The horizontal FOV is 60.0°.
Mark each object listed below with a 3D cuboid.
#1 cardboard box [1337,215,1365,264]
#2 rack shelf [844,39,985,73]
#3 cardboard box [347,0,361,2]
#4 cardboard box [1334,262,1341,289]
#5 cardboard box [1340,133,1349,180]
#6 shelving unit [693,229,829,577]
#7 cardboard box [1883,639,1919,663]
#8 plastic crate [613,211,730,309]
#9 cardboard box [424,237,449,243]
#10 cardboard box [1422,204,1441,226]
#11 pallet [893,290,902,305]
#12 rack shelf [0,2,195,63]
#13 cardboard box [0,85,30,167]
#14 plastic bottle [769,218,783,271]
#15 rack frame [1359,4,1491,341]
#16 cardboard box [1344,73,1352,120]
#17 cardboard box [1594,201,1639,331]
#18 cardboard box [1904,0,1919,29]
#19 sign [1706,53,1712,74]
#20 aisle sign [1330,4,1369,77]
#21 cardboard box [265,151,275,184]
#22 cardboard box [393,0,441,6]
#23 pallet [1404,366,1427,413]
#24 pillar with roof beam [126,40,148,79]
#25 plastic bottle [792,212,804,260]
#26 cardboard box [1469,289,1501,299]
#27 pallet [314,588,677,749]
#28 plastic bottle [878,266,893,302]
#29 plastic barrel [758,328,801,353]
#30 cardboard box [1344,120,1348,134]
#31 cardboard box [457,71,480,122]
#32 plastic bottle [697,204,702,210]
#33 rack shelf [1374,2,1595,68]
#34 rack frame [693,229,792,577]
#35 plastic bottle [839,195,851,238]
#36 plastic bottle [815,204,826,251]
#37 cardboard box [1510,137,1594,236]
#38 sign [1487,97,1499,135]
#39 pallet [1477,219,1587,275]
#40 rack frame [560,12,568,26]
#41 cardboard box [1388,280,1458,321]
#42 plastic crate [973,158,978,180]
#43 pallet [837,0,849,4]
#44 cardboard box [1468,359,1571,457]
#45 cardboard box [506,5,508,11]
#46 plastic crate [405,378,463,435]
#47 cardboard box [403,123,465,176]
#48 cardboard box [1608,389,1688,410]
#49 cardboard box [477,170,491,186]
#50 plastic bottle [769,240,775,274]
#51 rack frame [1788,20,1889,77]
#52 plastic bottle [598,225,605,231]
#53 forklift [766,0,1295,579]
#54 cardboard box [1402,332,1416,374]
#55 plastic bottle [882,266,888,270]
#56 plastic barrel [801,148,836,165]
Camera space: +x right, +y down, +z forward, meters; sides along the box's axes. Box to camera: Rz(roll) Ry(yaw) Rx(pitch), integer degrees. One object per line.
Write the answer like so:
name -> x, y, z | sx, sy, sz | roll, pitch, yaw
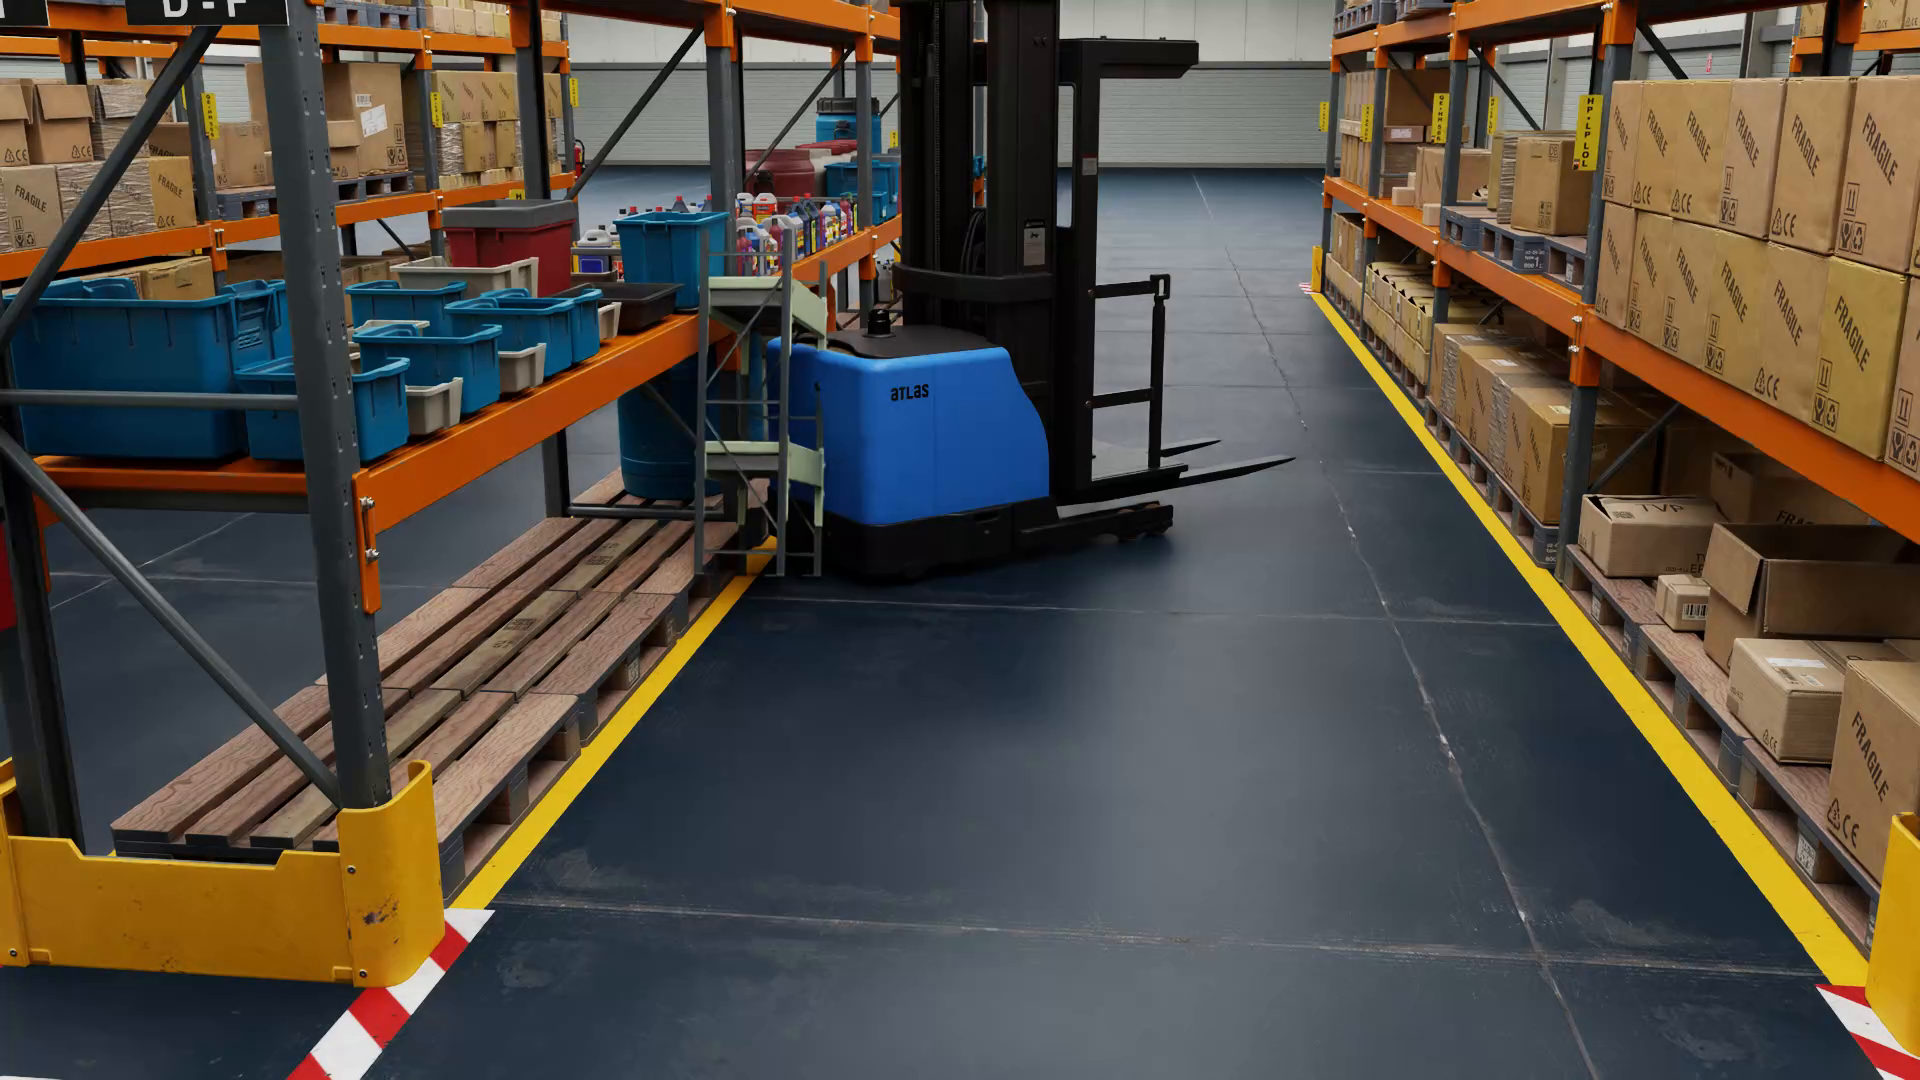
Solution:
cardboard box -> 4.317, -3.193, 17.750 | 0.500, 0.500, 0.500 | 2, 15, 6
rack shelf -> -0.450, -5.077, 17.322 | 1.077, 0.370, 4.000 | 2, 15, 6
cardboard box -> -5.604, -4.942, 14.899 | 0.396, 0.266, 0.258 | 2, 15, 8
cardboard box -> 4.305, -2.831, 17.849 | 0.500, 0.250, 0.500 | 2, 15, 6
cardboard box -> 4.631, -4.275, 18.535 | 0.700, 0.500, 0.500 | 2, 15, 6
shelving unit -> -0.892, -0.586, 7.553 | 0.431, 1.500, 0.755 | 1, -1, 8
cardboard box -> 3.347, 0.525, 5.399 | 0.500, 0.250, 0.500 | 2, 15, 6
plastic crate -> -1.292, -1.272, 7.537 | 0.392, 0.384, 0.575 | 2, 15, 6
cardboard box -> -5.463, -3.014, 18.046 | 0.500, 0.500, 0.500 | 0, 15, 1
cardboard box -> 3.621, -2.393, 12.247 | 0.380, 0.149, 0.250 | 2, 15, 6
pallet -> -0.424, -2.601, 17.878 | 1.003, 0.211, 1.213 | 2, 15, 6
rack shelf -> -6.274, -3.148, 10.188 | 1.077, 0.370, 4.000 | 2, 15, 6
cardboard box -> -6.293, -2.566, 10.292 | 0.797, 0.503, 0.637 | 2, 15, 8
plastic bottle -> -1.013, -1.639, 9.200 | 0.061, 0.283, 0.133 | 2, 15, 6
rack frame -> 4.245, -3.310, 15.158 | 1.000, 3.000, 0.127 | 2, 15, 6
cardboard box -> 4.625, -4.888, 18.315 | 0.700, 0.500, 0.500 | 2, 15, 6
cardboard box -> 3.014, -1.160, 7.012 | 0.500, 0.500, 0.500 | 2, 15, 8
cardboard box -> 9.049, -4.940, 15.210 | 0.500, 0.500, 0.500 | 0, 15, 2
sign -> 11.493, -7.310, 25.508 | 0.001, 0.298, 0.199 | 2, 15, 6
aisle sign -> 4.400, -5.629, 18.752 | 0.394, 0.787, 0.004 | 2, 15, 6
cardboard box -> -5.631, -3.124, 13.951 | 0.500, 0.250, 0.500 | 1, 15, 5
cardboard box -> -5.254, -5.246, 16.095 | 0.380, 0.149, 0.250 | 1, 15, 5
pallet -> 3.926, -1.139, 12.471 | 1.003, 0.211, 1.213 | 2, 15, 6
pillar with roof beam -> -14.591, -12.361, 37.137 | 9.100, 9.000, 0.400 | 2, 15, 6
plastic bottle -> -0.966, -1.784, 9.759 | 0.097, 0.271, 0.097 | 0, 15, 0
cardboard box -> 4.256, -1.815, 13.016 | 0.500, 0.311, 0.500 | 1, 15, 5
pallet -> -1.758, 0.473, 6.509 | 1.003, 0.211, 1.213 | 2, 15, 6
plastic bottle -> -0.746, -2.562, 16.623 | 0.144, 0.351, 0.185 | 2, 15, 6
plastic barrel -> -1.293, -1.038, 10.570 | 0.600, 0.588, 0.708 | 2, 15, 6
cardboard box -> 4.382, -4.481, 18.051 | 0.380, 0.149, 0.250 | 2, 15, 6
cardboard box -> -5.239, -4.517, 16.942 | 0.500, 0.500, 0.500 | 2, 15, 6
plastic bottle -> -1.642, -1.986, 10.507 | 0.097, 0.271, 0.097 | 0, 15, 0
rack shelf -> 4.020, -3.892, 12.942 | 1.077, 0.370, 4.000 | 2, 15, 6
rack frame -> -0.939, -0.594, 7.190 | 0.400, 1.500, 0.023 | 1, -1, 8
plastic bottle -> -0.775, -2.186, 11.224 | 0.061, 0.283, 0.133 | 2, 15, 6
plastic bottle -> -0.878, -1.950, 10.349 | 0.061, 0.283, 0.133 | 2, 15, 6
cardboard box -> 3.481, -1.947, 9.118 | 0.700, 0.500, 0.500 | -2, 15, -8
sign -> 4.786, -3.818, 14.967 | 0.100, 0.325, 0.005 | 2, 15, 6
pallet -> 3.579, -1.676, 9.481 | 1.003, 0.211, 1.213 | 2, 15, 6
rack frame -> -5.146, -7.537, 19.294 | 1.000, 3.000, 0.127 | 2, 15, 6
cardboard box -> 3.779, -1.958, 13.545 | 0.500, 0.311, 0.500 | 2, 15, 8
plastic crate -> -0.063, -4.116, 18.422 | 0.499, 0.251, 0.408 | 2, 15, 6
pallet -> -1.311, -3.581, 10.775 | 1.003, 0.211, 1.213 | 2, 15, 6
cardboard box -> 3.290, -0.768, 9.700 | 0.500, 0.500, 0.500 | 1, 15, 4
cardboard box -> -5.021, -5.790, 18.106 | 0.380, 0.149, 0.250 | 1, 15, 3
plastic crate -> -1.557, -0.382, 4.717 | 0.250, 0.136, 0.298 | 2, 15, 6
cardboard box -> -5.485, -3.910, 16.614 | 0.875, 0.500, 0.500 | 2, 15, 6
cardboard box -> 3.688, -0.498, 8.704 | 0.500, 0.500, 0.500 | 2, 15, 7
cardboard box -> -5.144, -3.788, 17.404 | 0.380, 0.149, 0.250 | 2, 15, 6
plastic bottle -> -1.055, -1.545, 9.009 | 0.097, 0.201, 0.097 | 0, 15, 0
rack frame -> 9.619, -4.203, 18.459 | 1.000, 3.000, 0.127 | 2, 15, 6
plastic bottle -> -1.875, -1.499, 8.683 | 0.061, 0.283, 0.133 | 2, 15, 6
forklift -> 0.510, -1.511, 8.636 | 3.031, 2.935, 1.130 | -11, 18, -35
cardboard box -> 3.666, -1.426, 12.651 | 0.500, 0.250, 0.500 | 2, 15, 6
plastic bottle -> -0.809, -2.706, 17.298 | 0.152, 0.276, 0.135 | 2, 15, 7
plastic barrel -> -1.176, -2.856, 13.264 | 0.421, 0.512, 0.421 | 0, 15, 0
